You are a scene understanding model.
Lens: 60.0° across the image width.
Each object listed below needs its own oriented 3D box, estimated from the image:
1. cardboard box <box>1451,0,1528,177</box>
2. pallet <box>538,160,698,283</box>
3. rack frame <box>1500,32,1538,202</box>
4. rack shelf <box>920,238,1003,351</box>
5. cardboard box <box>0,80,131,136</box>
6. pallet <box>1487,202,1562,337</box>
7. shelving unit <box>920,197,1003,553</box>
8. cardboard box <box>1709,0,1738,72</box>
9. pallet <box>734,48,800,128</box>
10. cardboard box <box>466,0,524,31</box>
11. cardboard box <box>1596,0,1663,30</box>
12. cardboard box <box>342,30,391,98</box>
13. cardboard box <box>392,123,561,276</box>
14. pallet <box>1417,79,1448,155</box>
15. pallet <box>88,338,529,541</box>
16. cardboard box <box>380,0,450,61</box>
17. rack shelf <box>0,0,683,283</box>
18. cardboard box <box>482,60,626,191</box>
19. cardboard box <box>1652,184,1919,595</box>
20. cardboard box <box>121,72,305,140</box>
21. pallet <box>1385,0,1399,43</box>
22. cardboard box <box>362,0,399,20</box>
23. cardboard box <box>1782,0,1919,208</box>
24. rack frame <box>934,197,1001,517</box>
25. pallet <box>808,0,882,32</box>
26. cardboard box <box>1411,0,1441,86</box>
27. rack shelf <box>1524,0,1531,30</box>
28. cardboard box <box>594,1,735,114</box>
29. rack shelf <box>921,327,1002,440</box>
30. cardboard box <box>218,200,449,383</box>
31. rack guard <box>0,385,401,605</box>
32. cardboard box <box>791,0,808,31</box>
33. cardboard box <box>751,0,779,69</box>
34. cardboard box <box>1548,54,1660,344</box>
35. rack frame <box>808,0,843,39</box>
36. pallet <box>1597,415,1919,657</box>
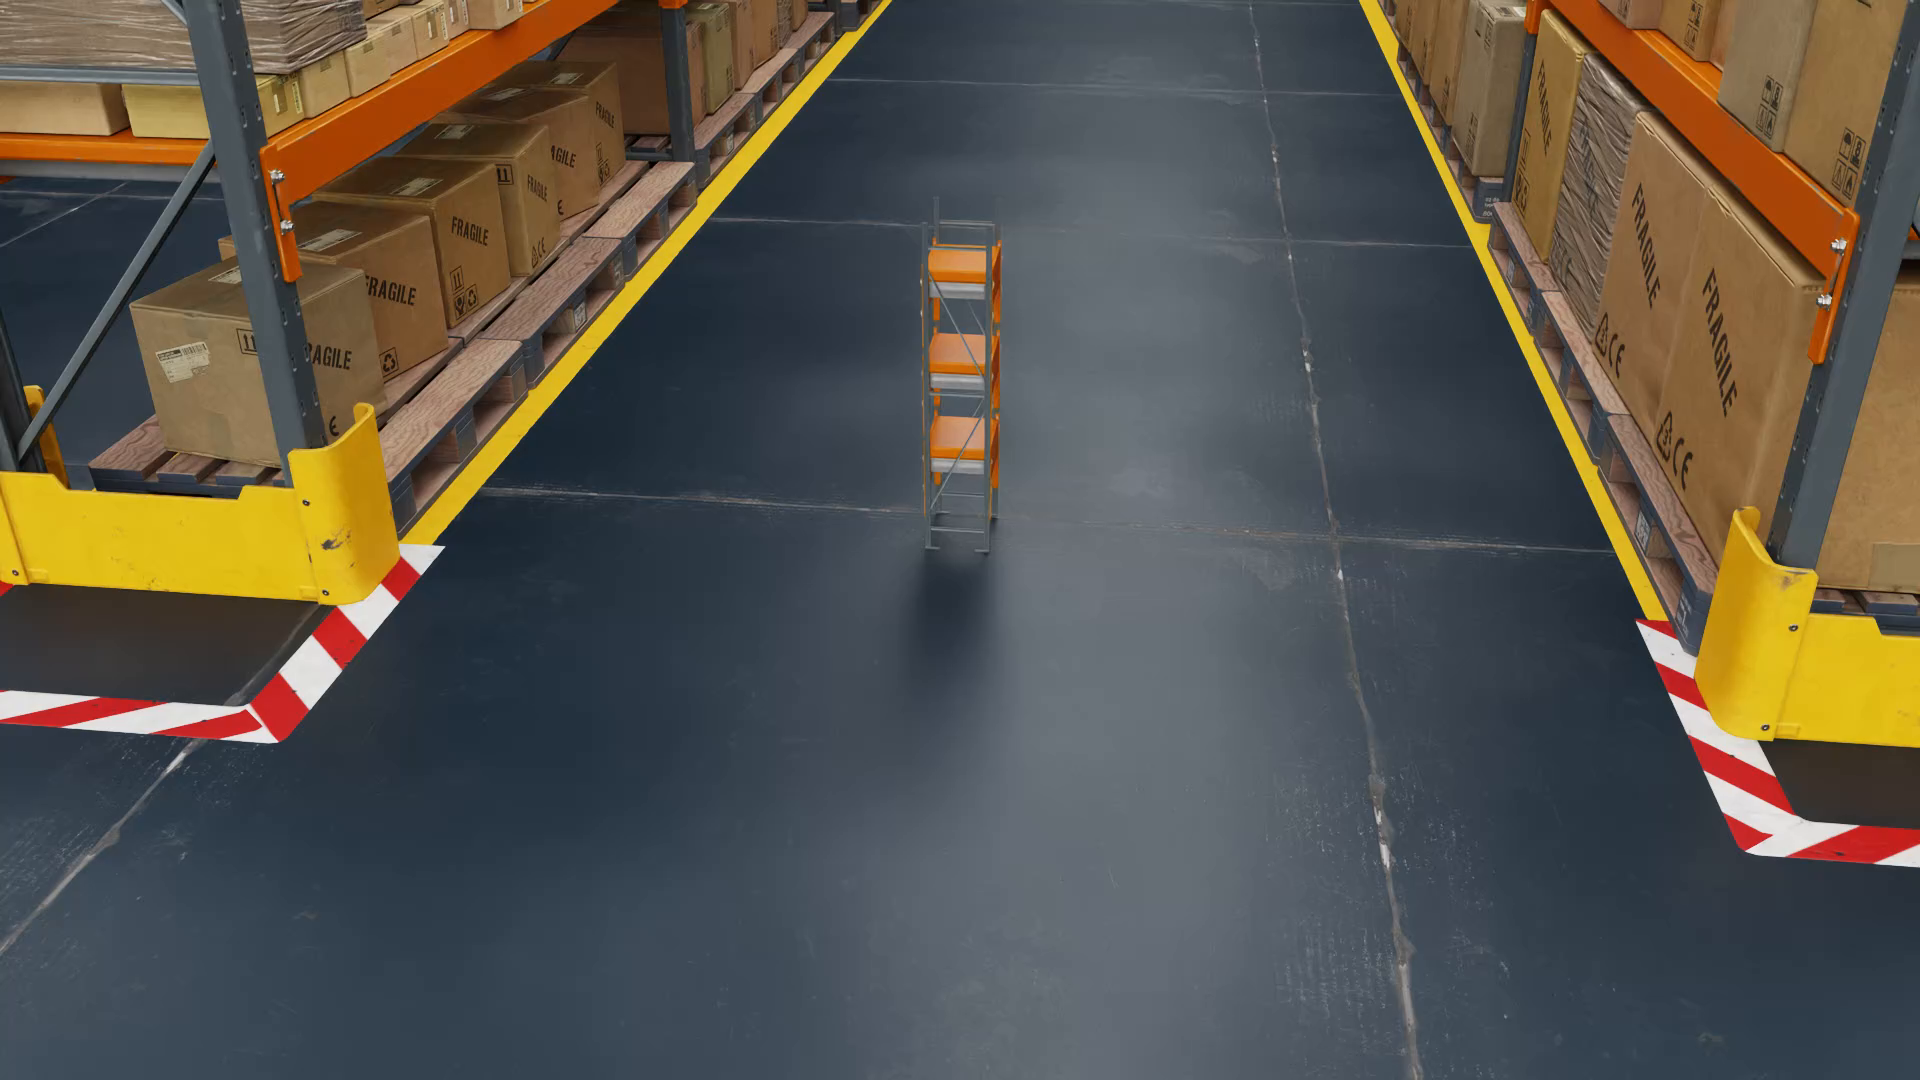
[{"bbox_3d":[3.054,-2.243,8.180,1.050,0.750,0.750,3,28,6],"label":"cardboard box"},{"bbox_3d":[-1.891,-1.541,7.888,1.003,0.211,1.213,3,28,6],"label":"pallet"},{"bbox_3d":[3.067,-2.751,7.194,1.000,3.000,0.127,3,28,6],"label":"rack frame"},{"bbox_3d":[0.007,-0.728,4.918,0.215,0.259,0.240,3,28,6],"label":"rack shelf"},{"bbox_3d":[-2.504,-1.240,4.653,0.380,0.149,0.250,3,28,6],"label":"cardboard box"},{"bbox_3d":[2.896,-1.170,7.199,1.003,0.211,1.213,3,28,6],"label":"pallet"},{"bbox_3d":[0.007,-0.487,5.048,0.215,1.050,0.252,3,28,6],"label":"shelving unit"},{"bbox_3d":[2.816,-1.628,4.951,0.875,0.550,0.550,3,28,6],"label":"cardboard box"},{"bbox_3d":[-1.603,-2.802,10.228,1.003,0.211,1.213,3,28,6],"label":"pallet"},{"bbox_3d":[-1.782,-1.914,5.905,0.380,0.149,0.250,3,28,6],"label":"cardboard box"},{"bbox_3d":[2.806,-2.135,5.893,0.875,0.550,0.550,3,28,6],"label":"cardboard box"},{"bbox_3d":[-1.967,-1.447,5.039,0.380,0.149,0.250,3,28,6],"label":"cardboard box"},{"bbox_3d":[-1.993,-1.419,6.913,0.500,0.500,0.500,1,28,2],"label":"cardboard box"},{"bbox_3d":[3.234,-2.467,9.607,1.003,0.211,1.213,3,28,6],"label":"pallet"},{"bbox_3d":[-2.190,-0.393,5.756,1.003,0.211,1.213,3,28,6],"label":"pallet"},{"bbox_3d":[-1.919,-1.683,5.477,0.380,0.149,0.250,3,28,6],"label":"cardboard box"},{"bbox_3d":[-2.089,-1.829,6.241,1.077,0.370,4.000,3,28,6],"label":"rack shelf"},{"bbox_3d":[-1.932,-1.985,7.965,0.500,0.500,0.500,3,28,5],"label":"cardboard box"},{"bbox_3d":[2.594,-0.441,4.703,0.875,0.875,0.875,4,29,6],"label":"cardboard box"},{"bbox_3d":[-2.062,-1.214,4.605,0.380,0.149,0.250,3,28,6],"label":"cardboard box"},{"bbox_3d":[3.654,-3.774,12.033,1.003,0.211,1.213,3,28,6],"label":"pallet"},{"bbox_3d":[-2.297,-1.879,5.156,0.875,0.500,0.500,3,28,6],"label":"cardboard box"},{"bbox_3d":[2.577,-1.112,3.993,0.875,0.550,0.550,3,28,6],"label":"cardboard box"},{"bbox_3d":[0.022,-0.545,5.154,0.200,1.050,0.008,3,28,6],"label":"rack frame"},{"bbox_3d":[-1.182,-4.109,12.654,1.003,0.211,1.213,3,28,6],"label":"pallet"},{"bbox_3d":[3.289,-3.135,9.836,1.050,0.750,0.750,4,29,7],"label":"cardboard box"},{"bbox_3d":[3.312,-3.376,9.112,1.077,0.370,4.000,3,28,6],"label":"rack shelf"},{"bbox_3d":[-1.670,-2.691,9.255,0.700,0.500,0.500,3,28,6],"label":"cardboard box"},{"bbox_3d":[0.007,-0.478,5.053,0.215,0.259,0.240,3,28,6],"label":"rack shelf"},{"bbox_3d":[-2.201,-0.865,5.886,0.500,0.500,0.500,11,30,19],"label":"cardboard box"},{"bbox_3d":[-2.324,-0.139,4.982,1.175,0.500,0.348,3,28,6],"label":"rack guard"},{"bbox_3d":[-1.416,-3.747,11.213,0.700,0.500,0.500,2,28,4],"label":"cardboard box"},{"bbox_3d":[-1.533,-3.217,10.231,0.700,0.500,0.500,6,29,10],"label":"cardboard box"},{"bbox_3d":[2.814,-1.284,6.268,0.875,0.875,0.875,4,29,7],"label":"cardboard box"},{"bbox_3d":[-1.353,-4.970,11.312,1.000,3.000,0.127,3,28,6],"label":"rack frame"},{"bbox_3d":[2.597,-0.022,5.068,1.003,0.211,1.213,3,28,6],"label":"pallet"}]
